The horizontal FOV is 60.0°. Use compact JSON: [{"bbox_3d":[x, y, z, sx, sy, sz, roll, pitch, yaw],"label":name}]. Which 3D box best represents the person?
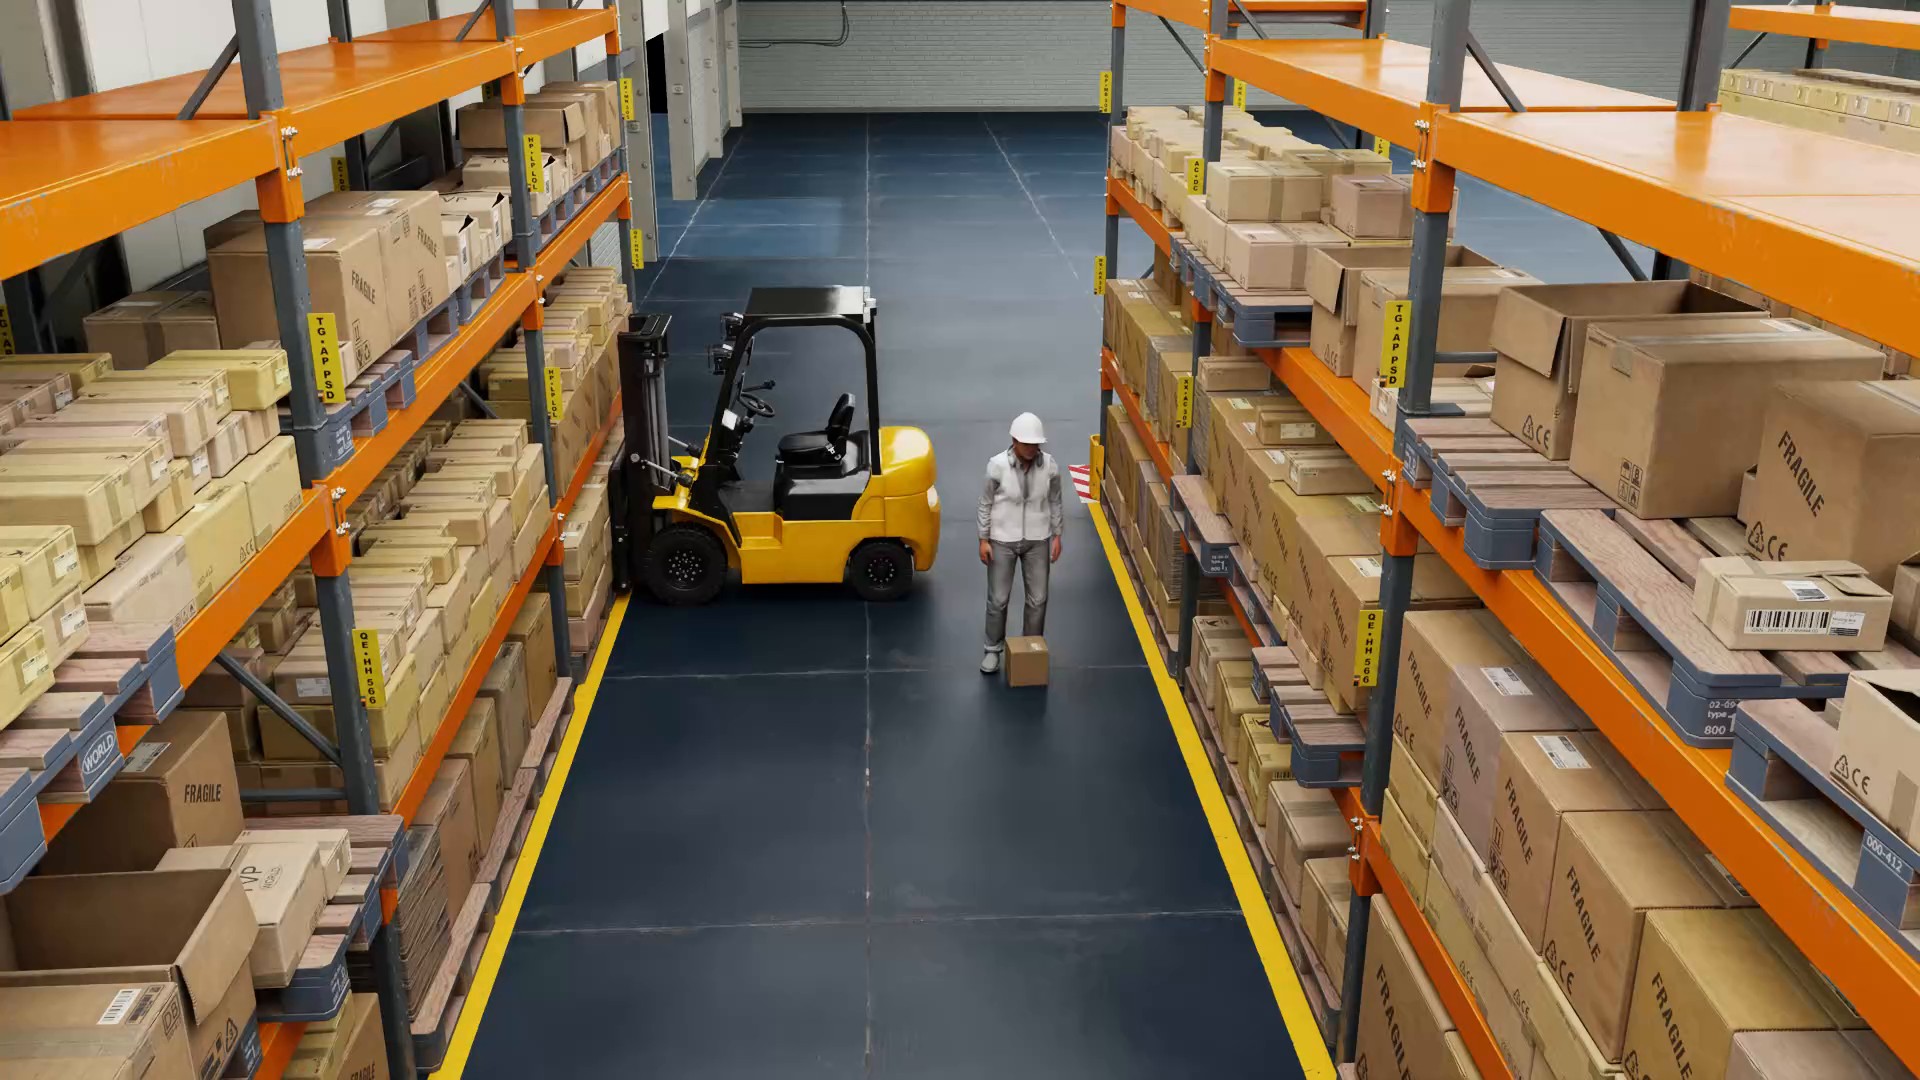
[{"bbox_3d":[0.402,0.002,11.033,0.582,1.770,0.470,-4,21,-9],"label":"person"}]
